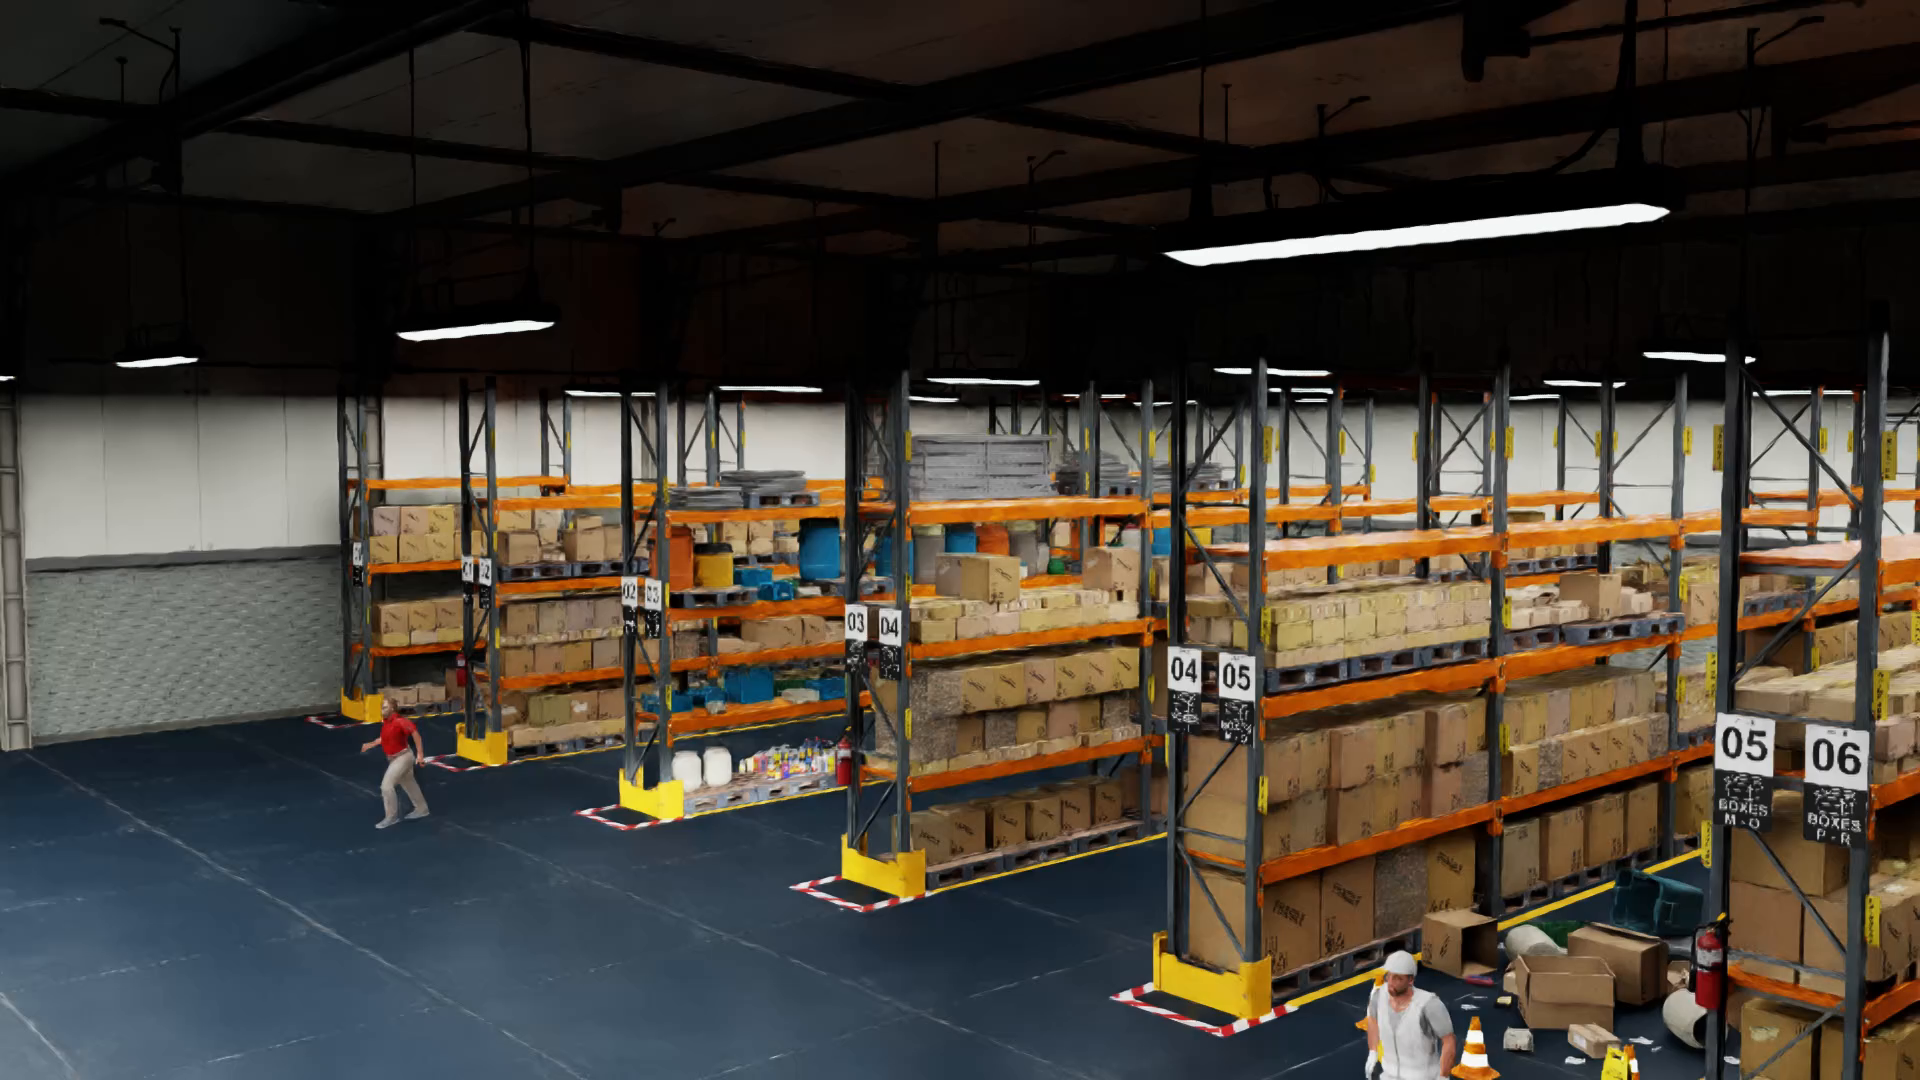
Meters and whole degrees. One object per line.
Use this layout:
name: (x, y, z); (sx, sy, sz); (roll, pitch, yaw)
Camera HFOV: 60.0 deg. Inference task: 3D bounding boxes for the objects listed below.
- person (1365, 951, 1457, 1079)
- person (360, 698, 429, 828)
person: (2.982, 3.573, 11.092); (0.551, 1.742, 0.677); (-3, 5, -42)
person: (-7.409, 2.898, 21.911); (0.867, 1.666, 0.686); (-3, 5, -37)
